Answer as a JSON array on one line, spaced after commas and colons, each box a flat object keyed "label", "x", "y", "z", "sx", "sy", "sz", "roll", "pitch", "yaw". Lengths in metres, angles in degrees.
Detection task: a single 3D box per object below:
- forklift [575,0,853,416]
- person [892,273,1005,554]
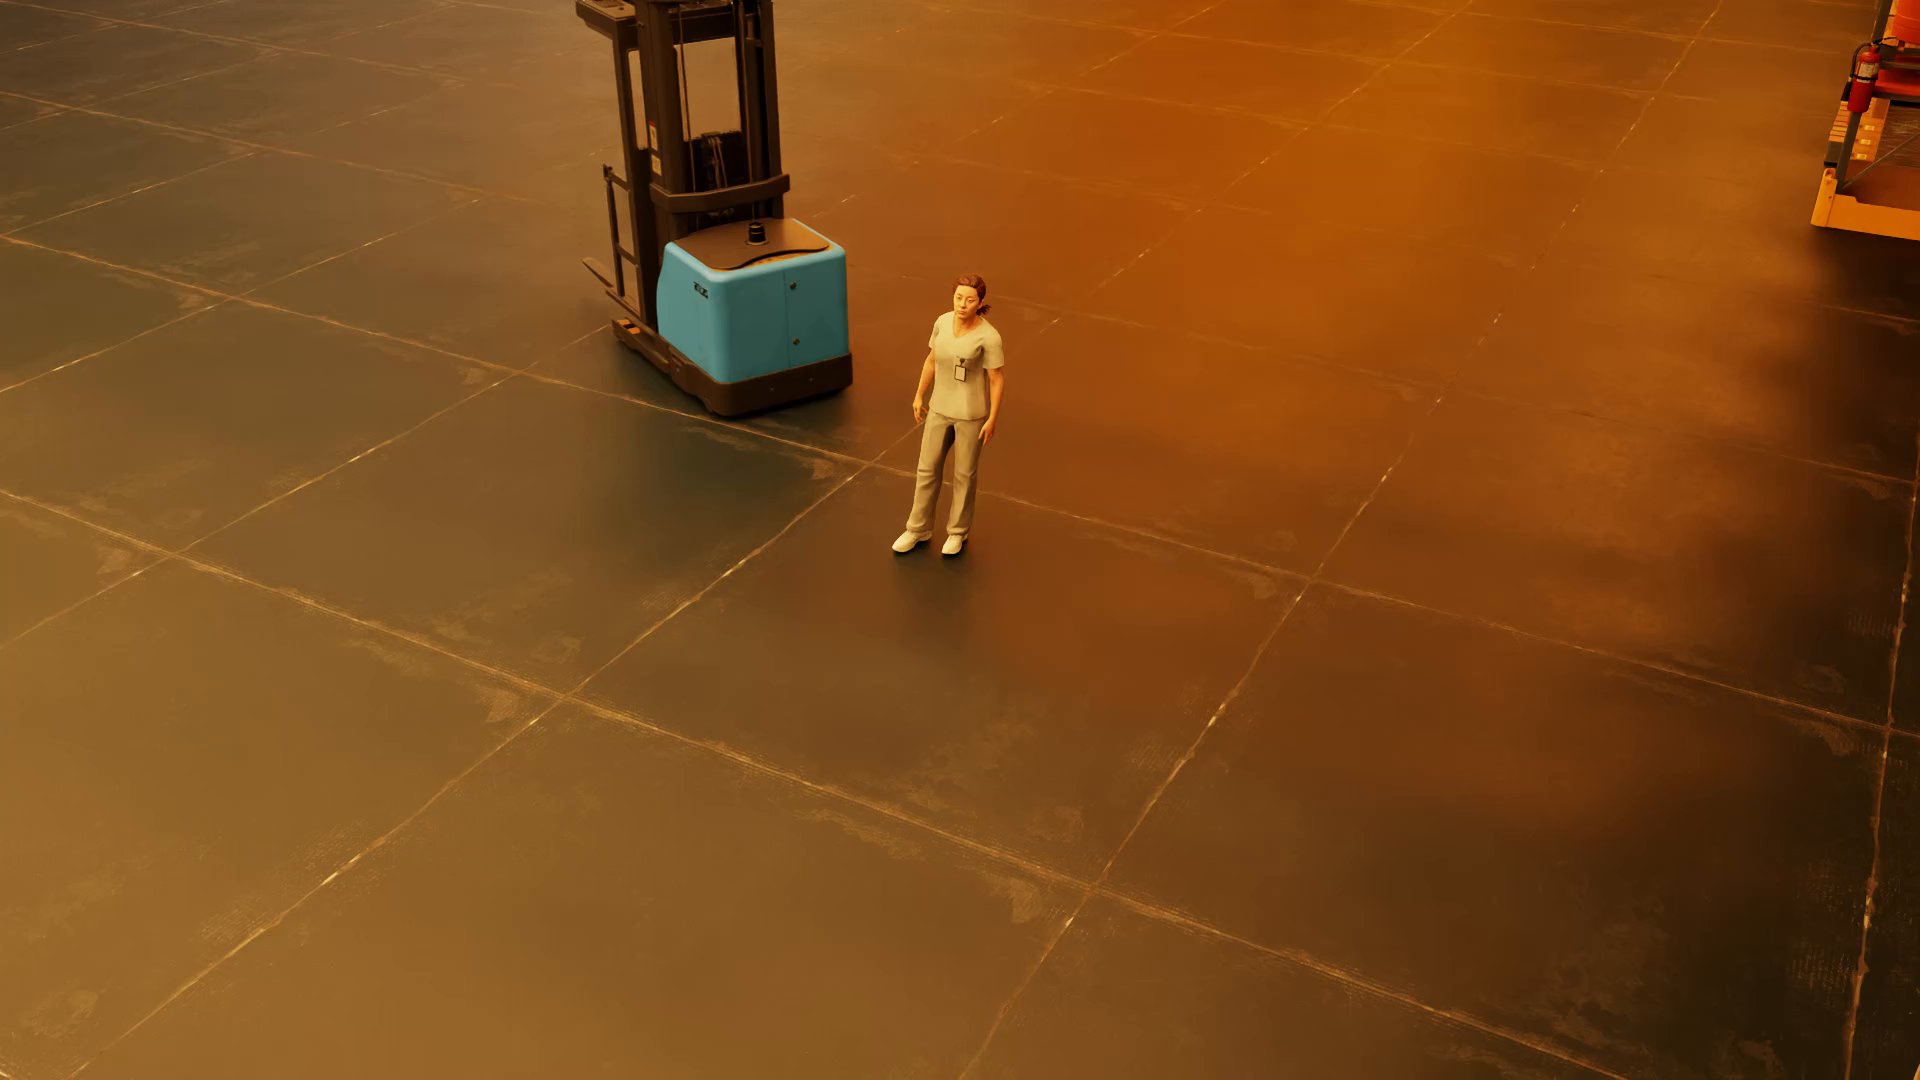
[{"label": "forklift", "x": -1.976, "y": -2.810, "z": 11.939, "sx": 1.130, "sy": 2.935, "sz": 3.031, "roll": -18, "pitch": 34, "yaw": -28}, {"label": "person", "x": -0.048, "y": -0.703, "z": 9.530, "sx": 0.549, "sy": 1.673, "sz": 0.548, "roll": 15, "pitch": 33, "yaw": 25}]
